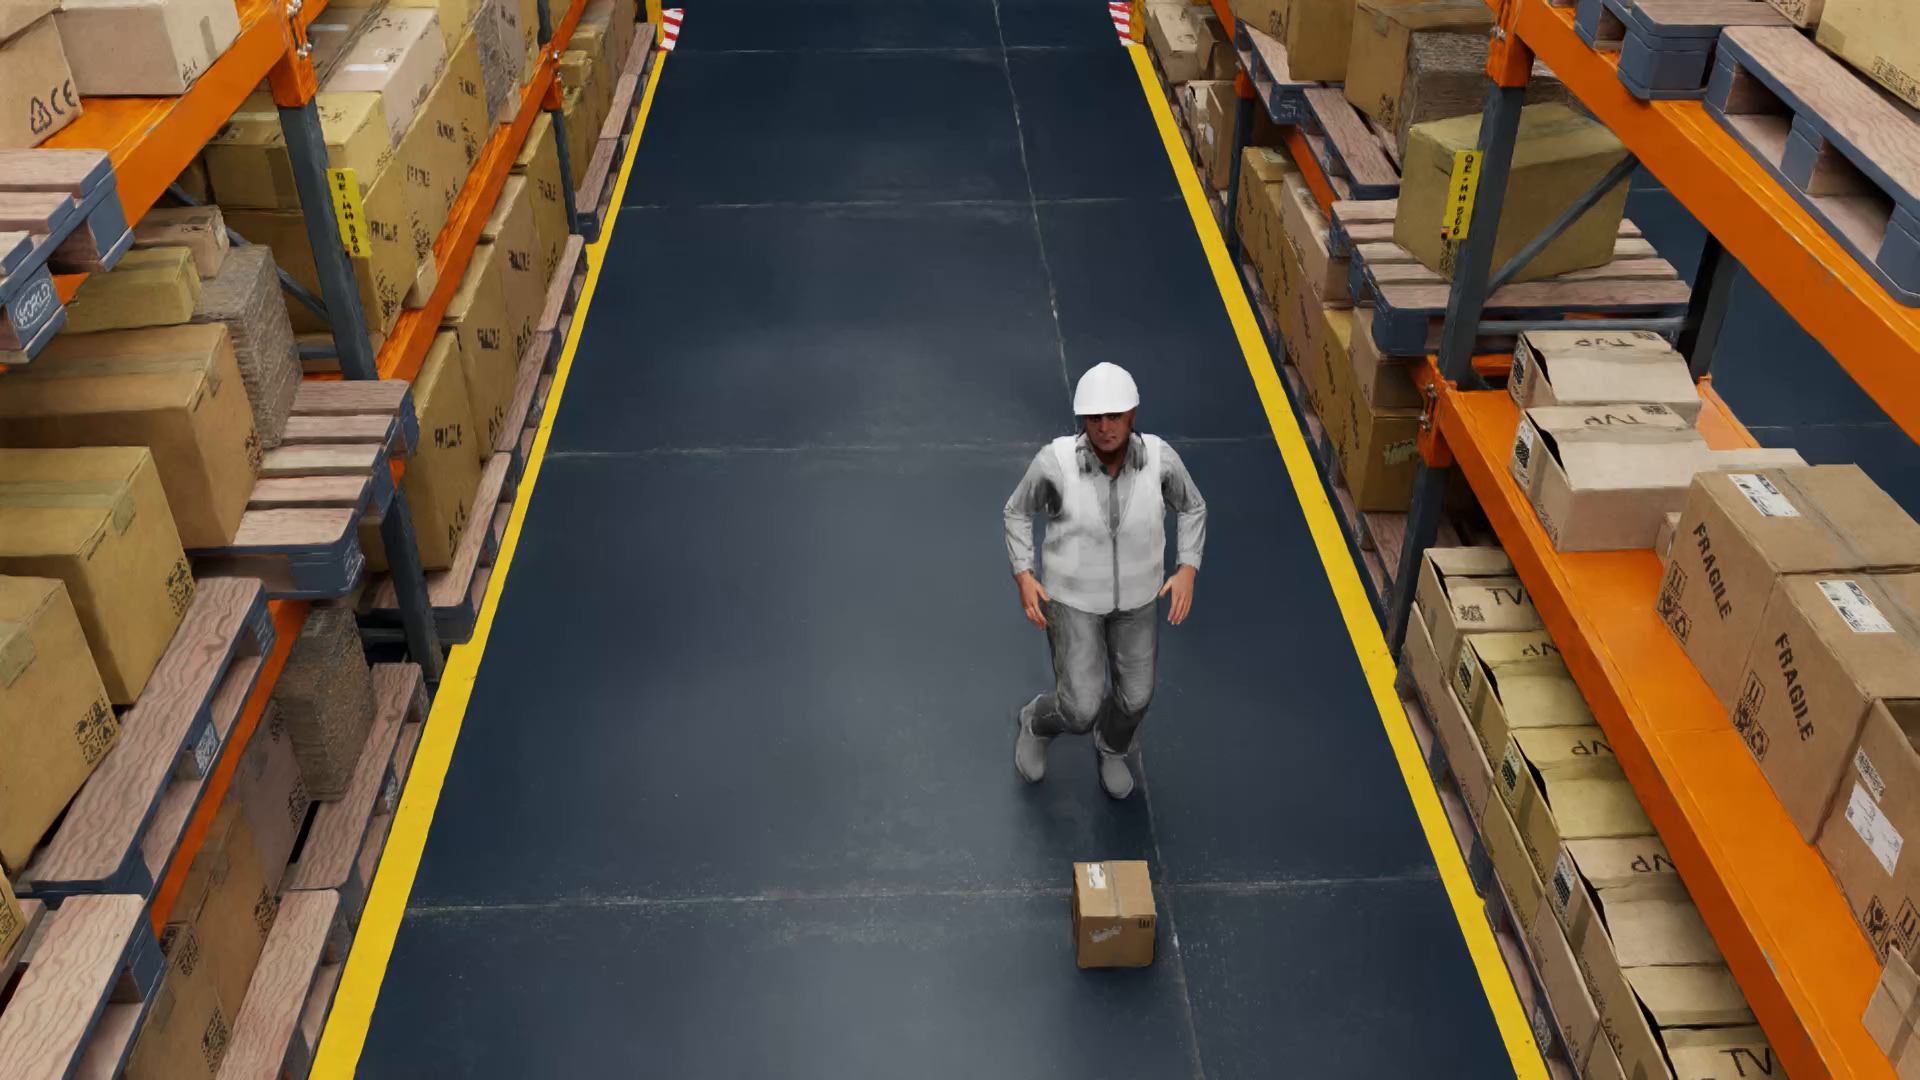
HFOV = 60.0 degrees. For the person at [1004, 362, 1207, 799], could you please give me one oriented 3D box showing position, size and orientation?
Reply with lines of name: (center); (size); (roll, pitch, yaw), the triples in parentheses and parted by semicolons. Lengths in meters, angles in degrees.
person: (0.538, 0.193, 5.880); (0.702, 1.744, 0.507); (-8, 36, -11)
